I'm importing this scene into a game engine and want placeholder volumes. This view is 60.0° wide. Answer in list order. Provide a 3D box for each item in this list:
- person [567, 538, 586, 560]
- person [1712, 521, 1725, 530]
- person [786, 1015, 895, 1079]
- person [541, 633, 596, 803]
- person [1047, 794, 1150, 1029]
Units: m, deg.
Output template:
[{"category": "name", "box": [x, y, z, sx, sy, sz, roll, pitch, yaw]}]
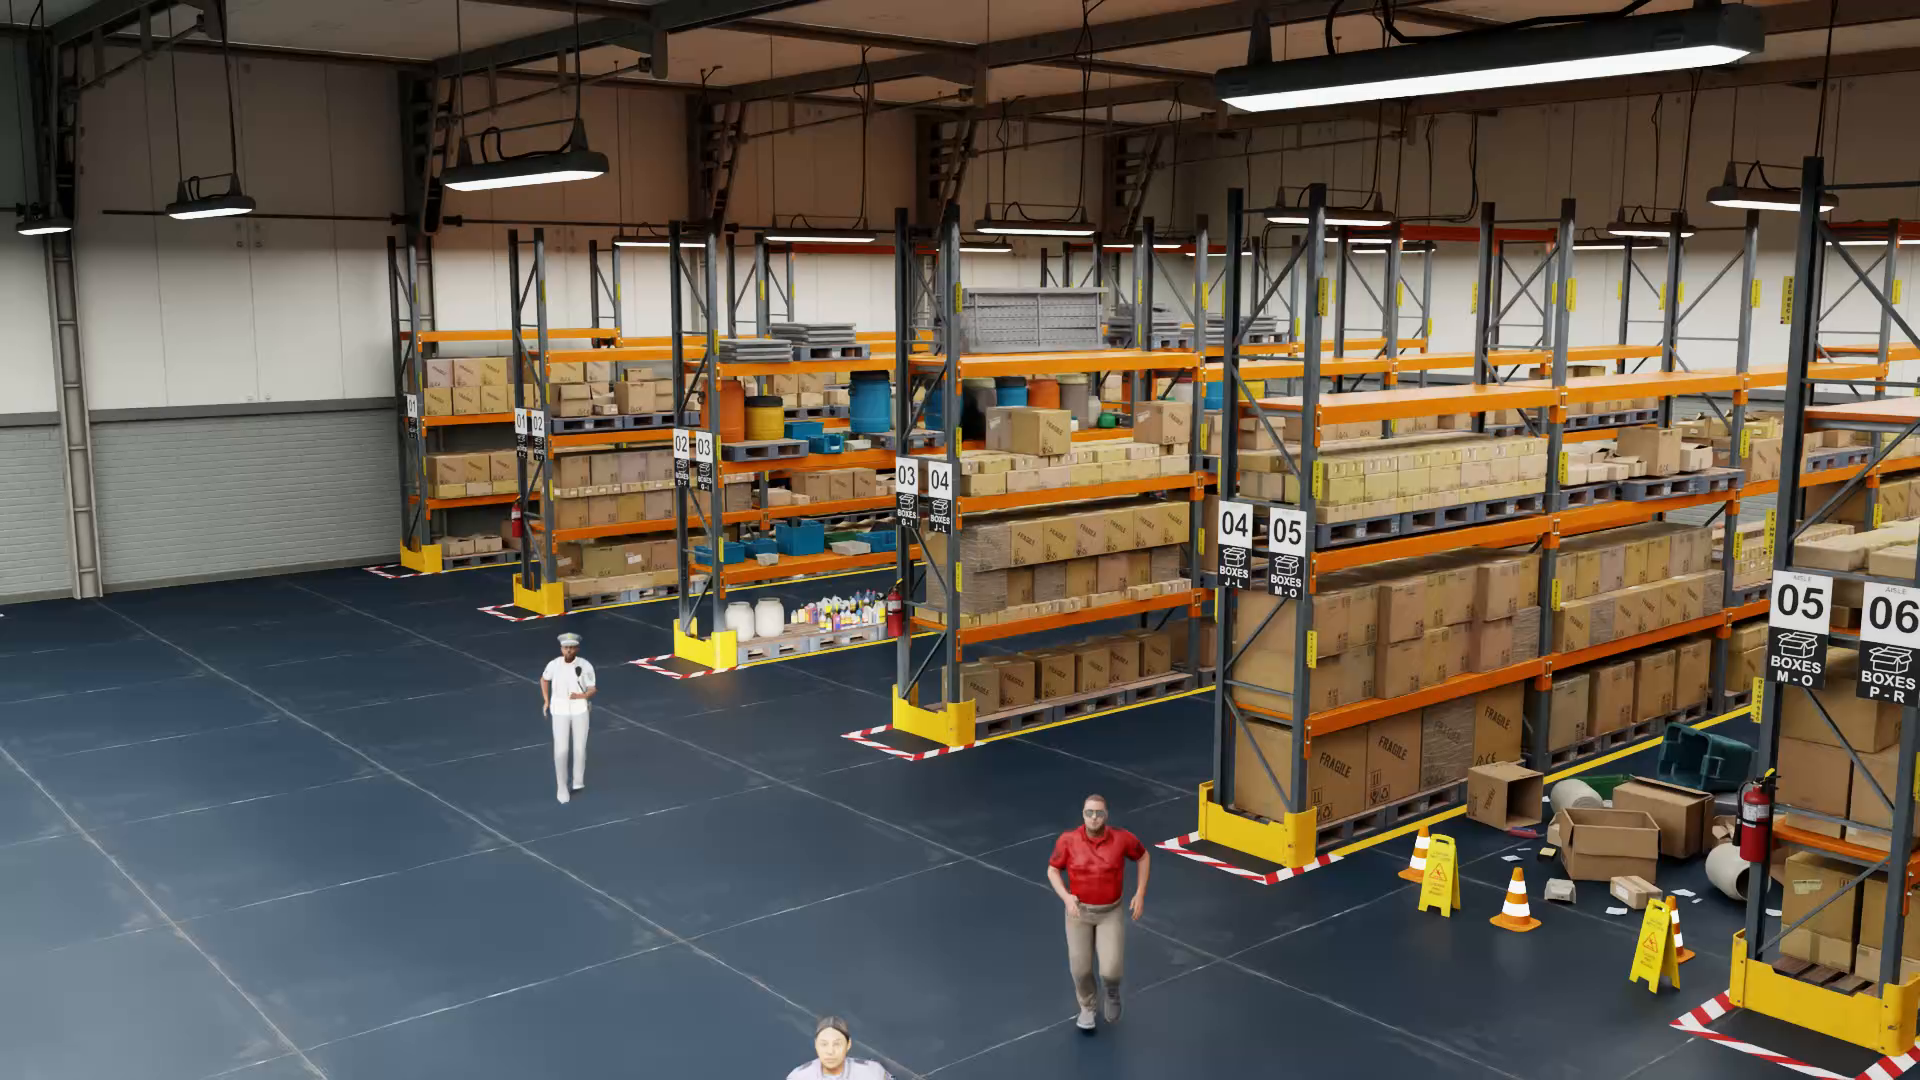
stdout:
[{"category": "person", "box": [-6.634, -0.061, 28.854, 0.807, 1.597, 0.546, -8, 12, -43]}, {"category": "person", "box": [11.048, 0.609, 24.294, 0.734, 1.770, 0.658, -6, 11, -35]}, {"category": "person", "box": [-0.599, 3.139, 8.146, 0.582, 1.613, 0.652, 1, 9, 5]}, {"category": "person", "box": [-3.930, 1.779, 16.744, 0.542, 1.733, 0.705, -2, 9, -14]}, {"category": "person", "box": [0.945, 2.586, 11.425, 0.706, 1.681, 0.589, 1, 9, 7]}]
